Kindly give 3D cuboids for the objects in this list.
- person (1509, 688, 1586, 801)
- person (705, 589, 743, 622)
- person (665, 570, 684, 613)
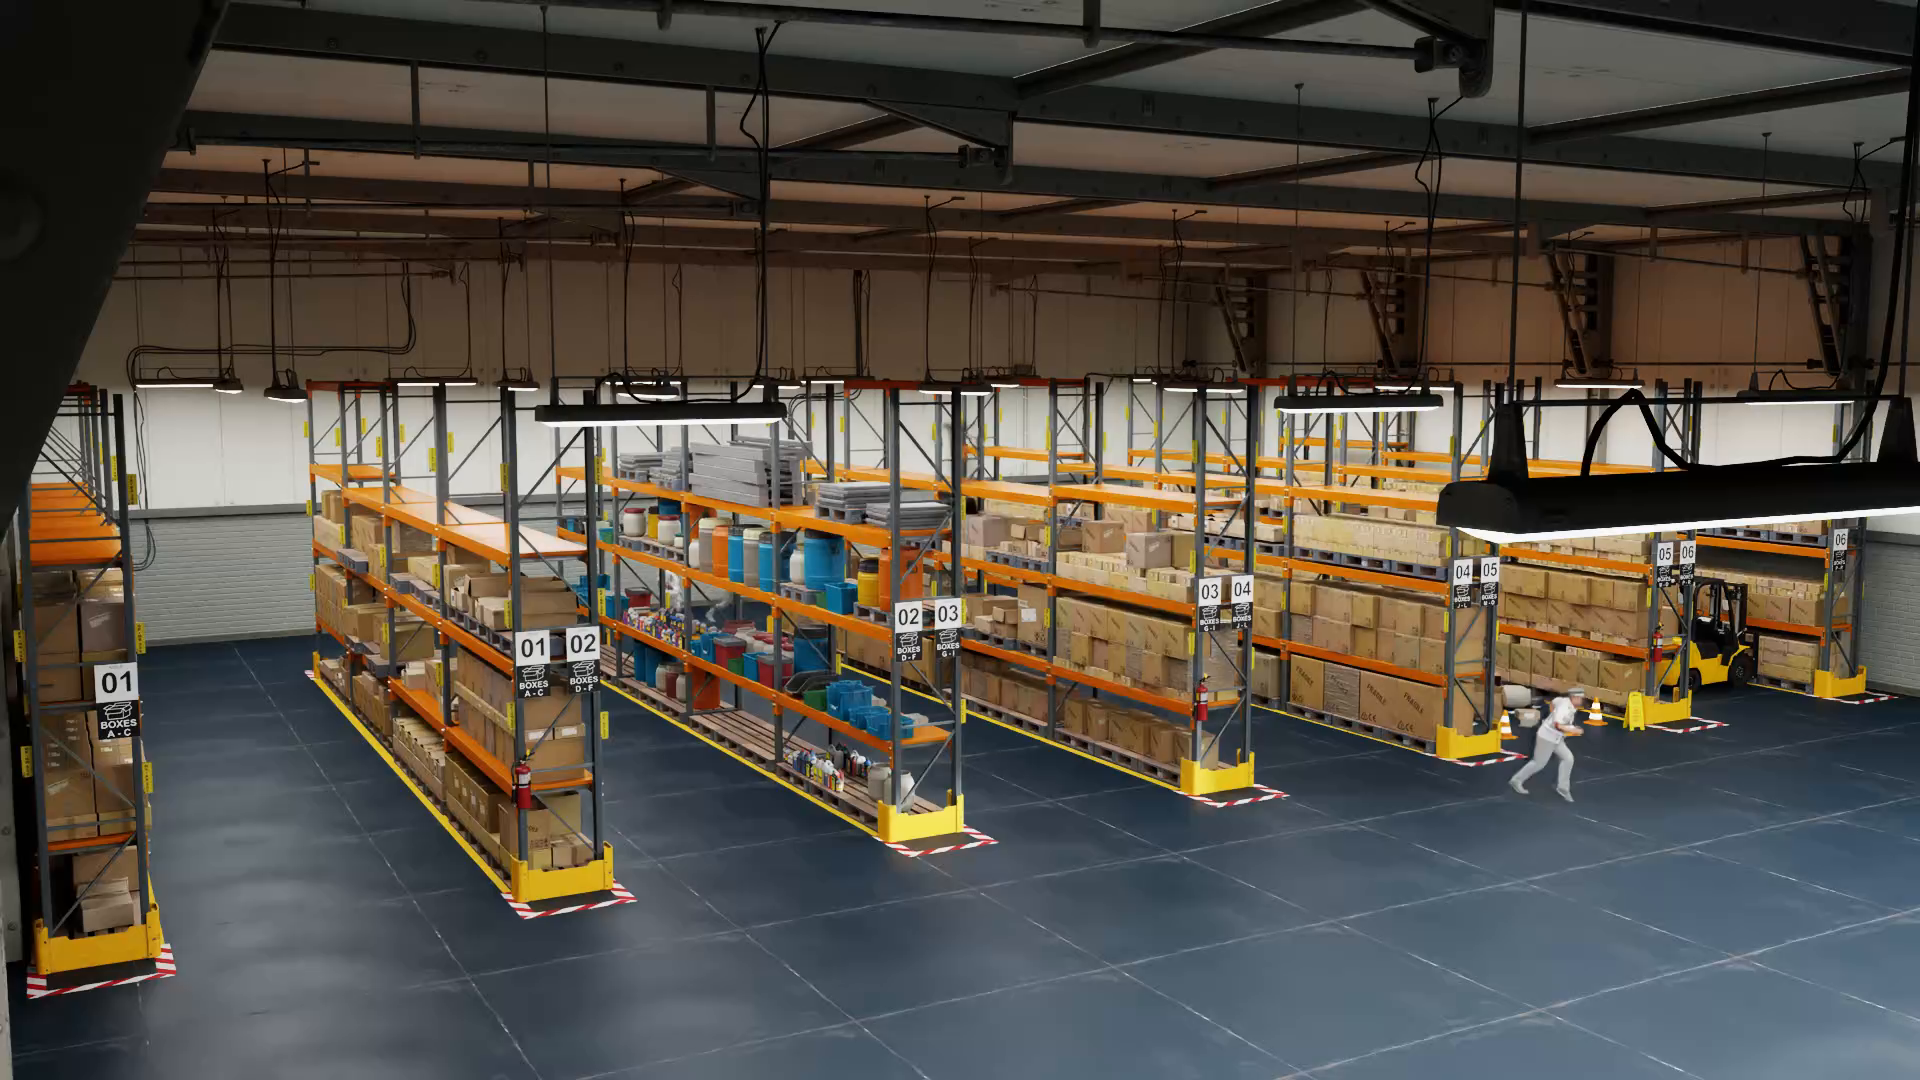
[{"bbox_3d":[8.549,2.972,24.226,1.014,1.718,0.707,3,7,23],"label":"person"},{"bbox_3d":[-5.635,1.243,40.187,1.056,1.714,0.743,-1,6,-5],"label":"person"},{"bbox_3d":[-6.863,1.277,39.488,0.602,1.737,0.686,0,6,1],"label":"person"}]
